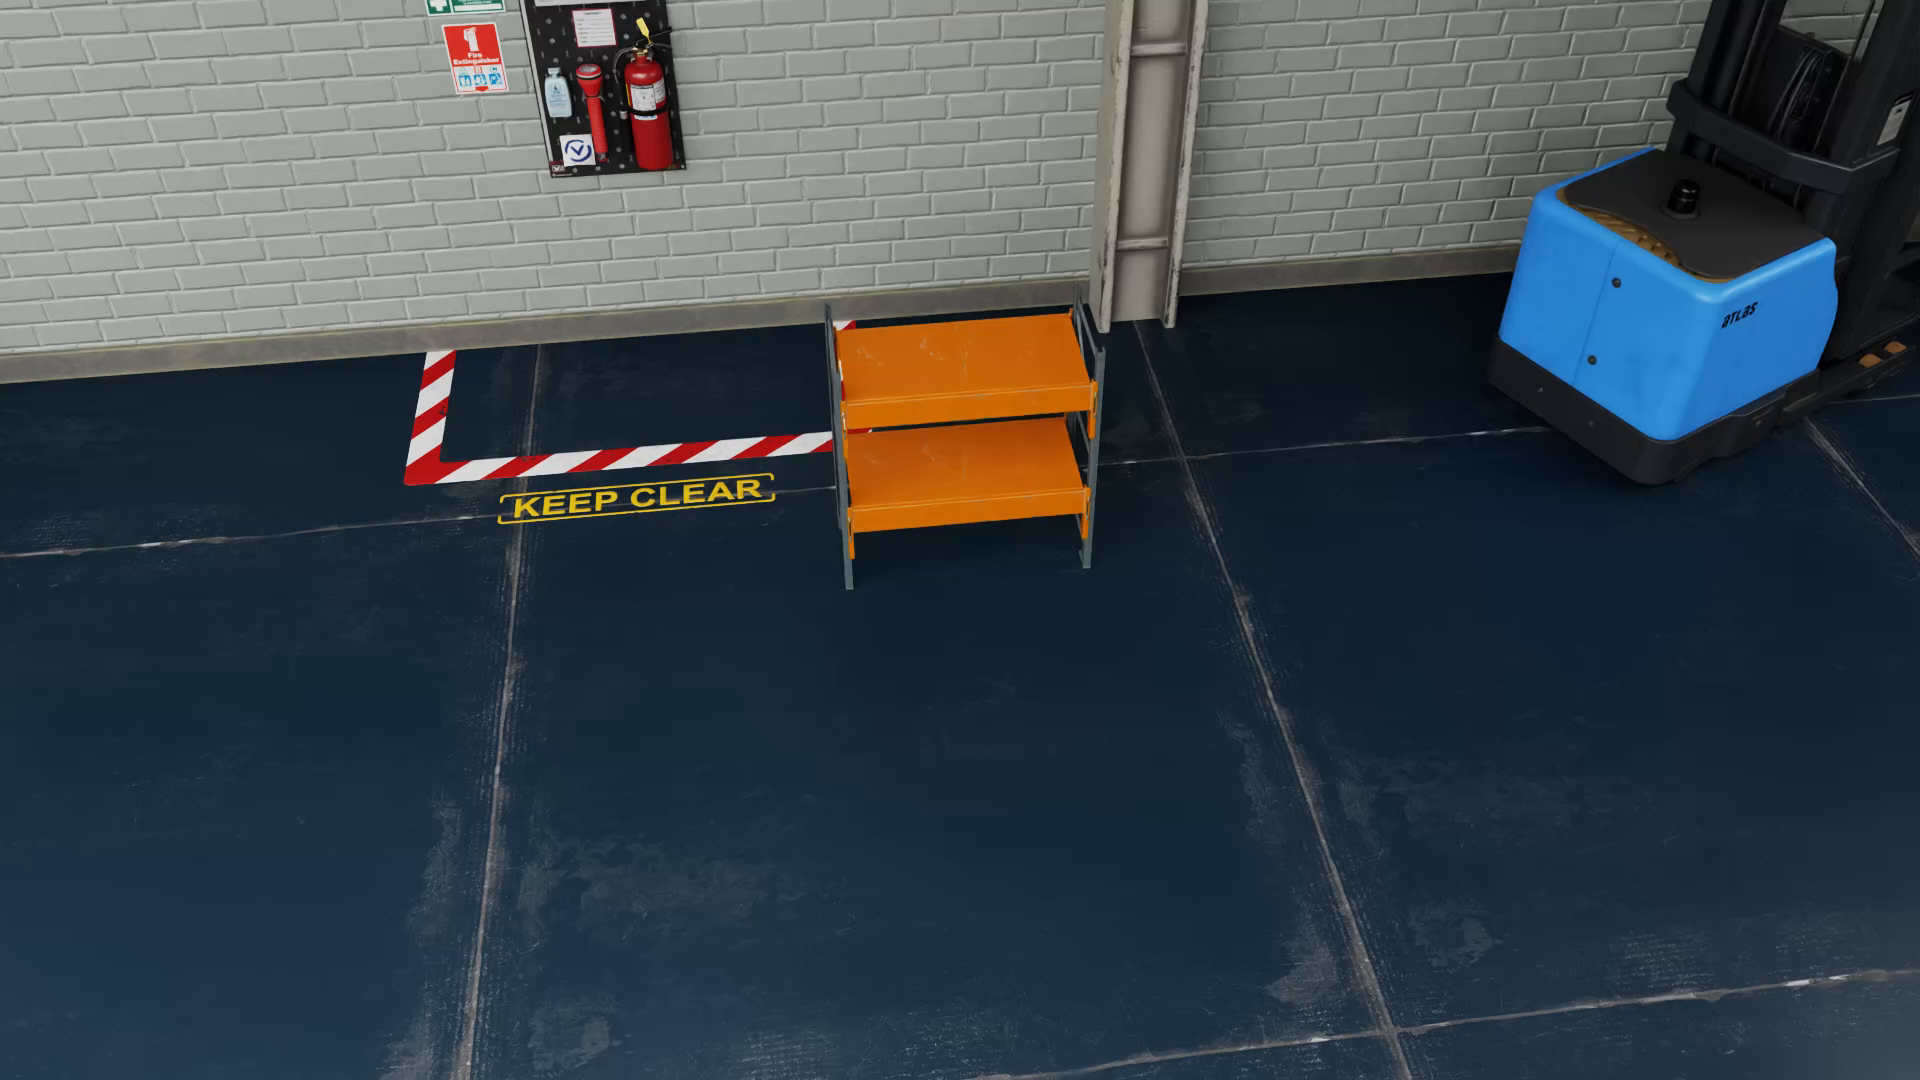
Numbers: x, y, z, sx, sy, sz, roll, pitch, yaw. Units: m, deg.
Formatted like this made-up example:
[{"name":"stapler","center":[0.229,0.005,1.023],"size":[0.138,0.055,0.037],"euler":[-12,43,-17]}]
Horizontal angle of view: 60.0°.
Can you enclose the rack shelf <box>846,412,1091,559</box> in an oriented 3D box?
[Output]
[{"name":"rack shelf","center":[0.007,-0.237,7.038],"size":[1.000,0.278,0.538],"euler":[-5,42,-6]}]

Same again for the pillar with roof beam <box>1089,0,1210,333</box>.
[{"name":"pillar with roof beam","center":[1.437,-1.649,2.360],"size":[0.400,9.000,9.100],"euler":[-5,42,-6]}]

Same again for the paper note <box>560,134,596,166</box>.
[{"name":"paper note","center":[-1.761,-1.795,7.658],"size":[0.142,0.148,0.016],"euler":[-5,42,-6]}]

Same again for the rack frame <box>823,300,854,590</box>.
[{"name":"rack frame","center":[-0.497,-0.374,6.825],"size":[0.032,1.125,0.500],"euler":[-5,42,-6]}]

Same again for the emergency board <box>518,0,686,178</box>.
[{"name":"emergency board","center":[-1.576,-2.091,7.329],"size":[0.643,1.169,0.194],"euler":[-5,42,-6]}]

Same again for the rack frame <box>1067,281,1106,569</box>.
[{"name":"rack frame","center":[0.511,-0.462,6.923],"size":[0.032,1.125,0.500],"euler":[-5,42,-6]}]

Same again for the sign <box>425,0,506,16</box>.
[{"name":"sign","center":[-2.132,-2.316,7.156],"size":[0.331,0.109,0.001],"euler":[-5,42,-6]}]

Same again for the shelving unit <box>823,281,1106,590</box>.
[{"name":"shelving unit","center":[0.007,-0.418,6.874],"size":[1.048,1.125,0.538],"euler":[-5,42,-6]}]

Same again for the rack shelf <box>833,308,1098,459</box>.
[{"name":"rack shelf","center":[0.007,-0.636,6.678],"size":[1.000,0.278,0.538],"euler":[-5,42,-6]}]

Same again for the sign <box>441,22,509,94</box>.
[{"name":"sign","center":[-2.138,-2.125,7.340],"size":[0.234,0.329,0.001],"euler":[-5,42,-6]}]

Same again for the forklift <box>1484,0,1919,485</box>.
[{"name":"forklift","center":[4.045,-2.097,7.386],"size":[3.031,2.935,1.130],"euler":[-23,47,-24]}]
